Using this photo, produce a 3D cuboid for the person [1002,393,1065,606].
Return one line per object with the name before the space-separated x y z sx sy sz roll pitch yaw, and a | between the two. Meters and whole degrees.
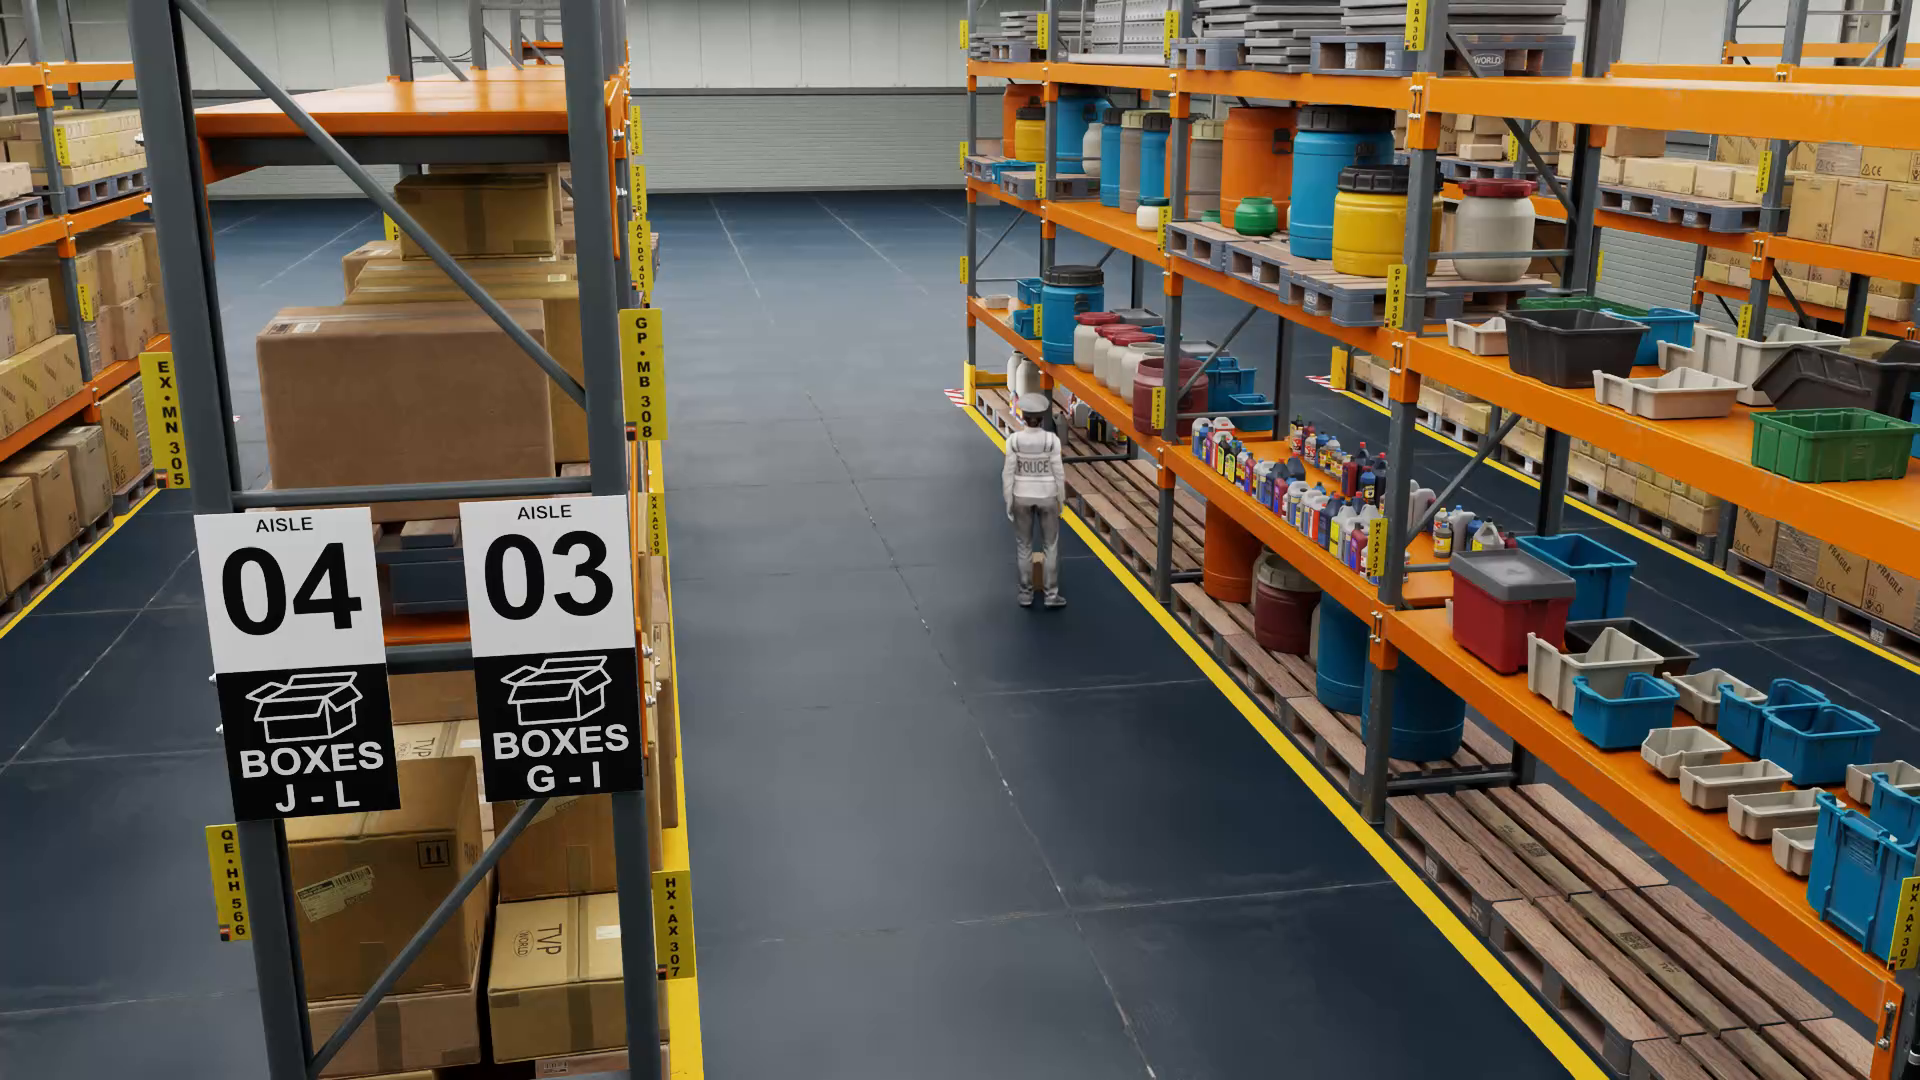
person | 0.581 -0.297 12.969 0.506 1.715 0.359 2 17 6
